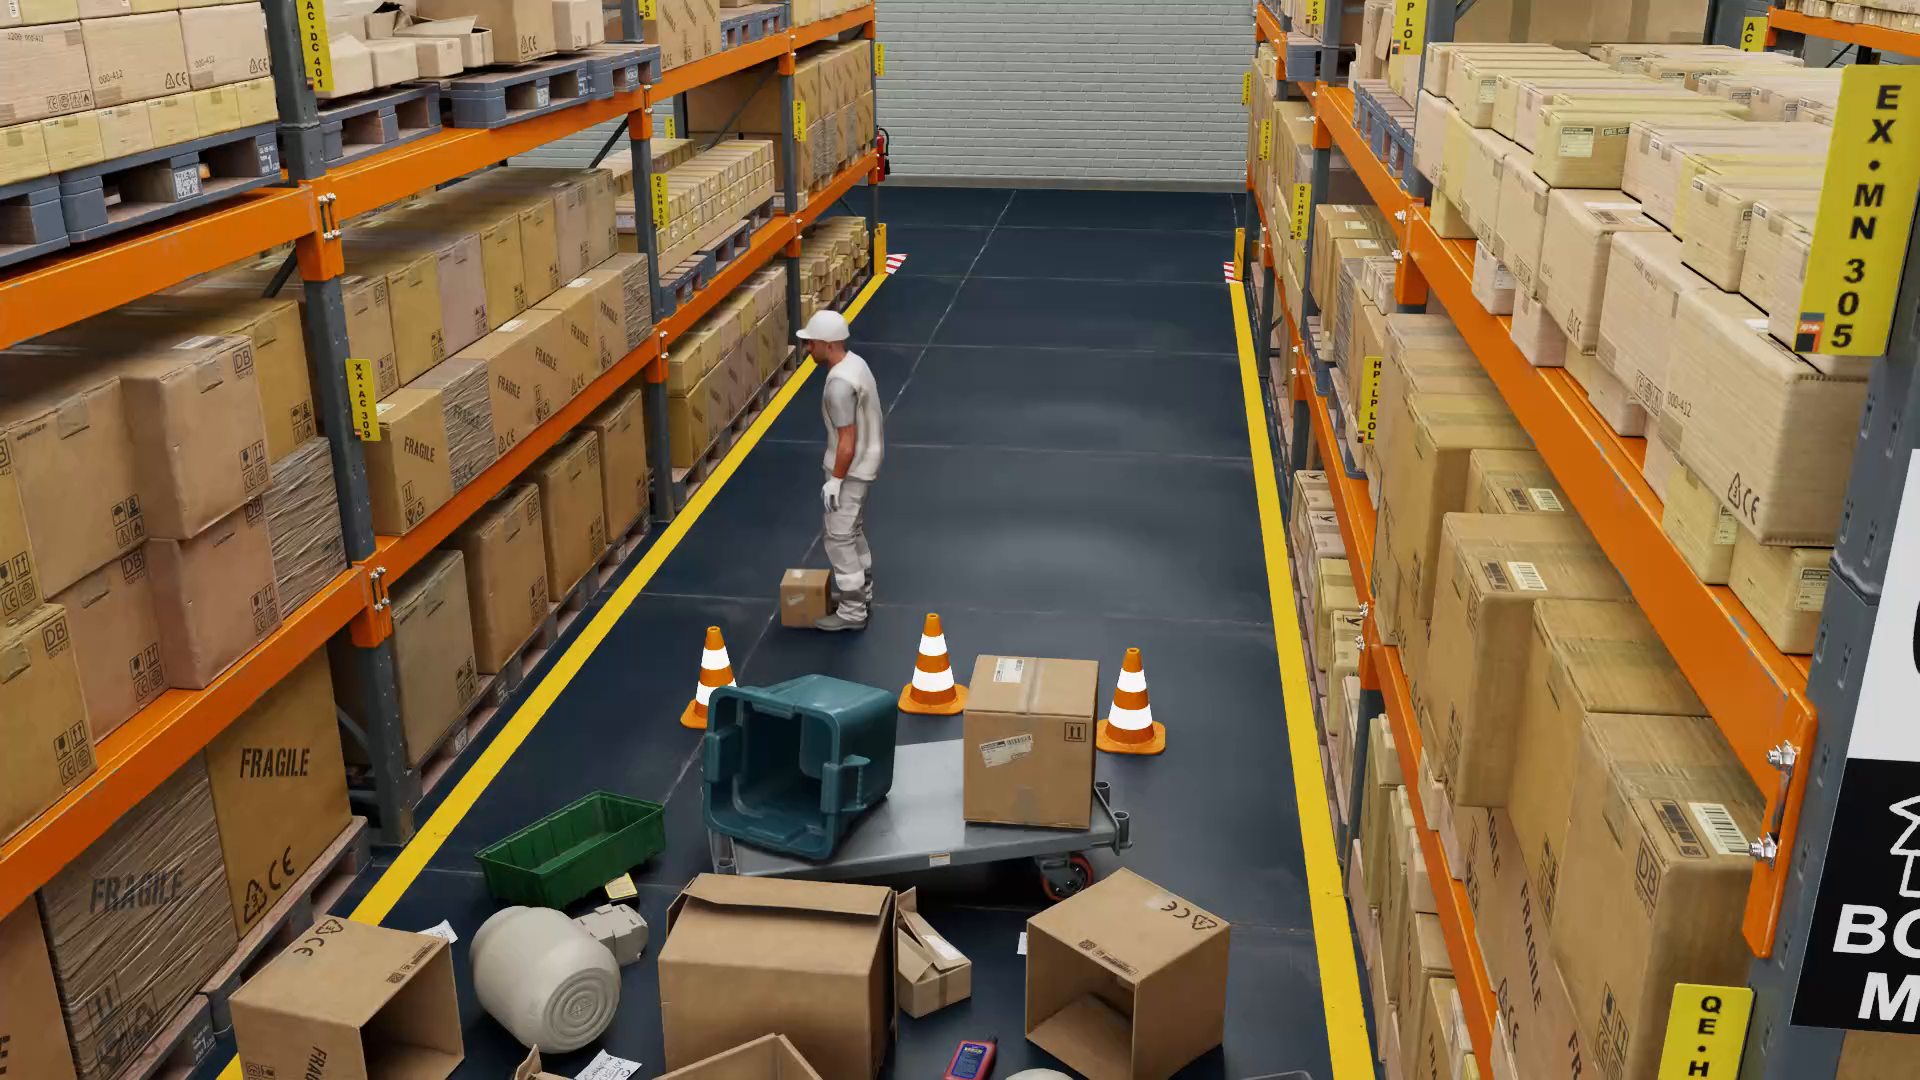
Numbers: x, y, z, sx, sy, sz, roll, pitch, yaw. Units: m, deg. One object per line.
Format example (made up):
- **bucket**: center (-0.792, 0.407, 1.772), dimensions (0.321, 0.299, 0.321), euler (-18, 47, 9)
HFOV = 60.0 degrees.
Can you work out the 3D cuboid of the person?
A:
- **person**: center (-0.639, -0.378, 9.048), dimensions (0.449, 1.778, 0.595), euler (2, 21, 4)
